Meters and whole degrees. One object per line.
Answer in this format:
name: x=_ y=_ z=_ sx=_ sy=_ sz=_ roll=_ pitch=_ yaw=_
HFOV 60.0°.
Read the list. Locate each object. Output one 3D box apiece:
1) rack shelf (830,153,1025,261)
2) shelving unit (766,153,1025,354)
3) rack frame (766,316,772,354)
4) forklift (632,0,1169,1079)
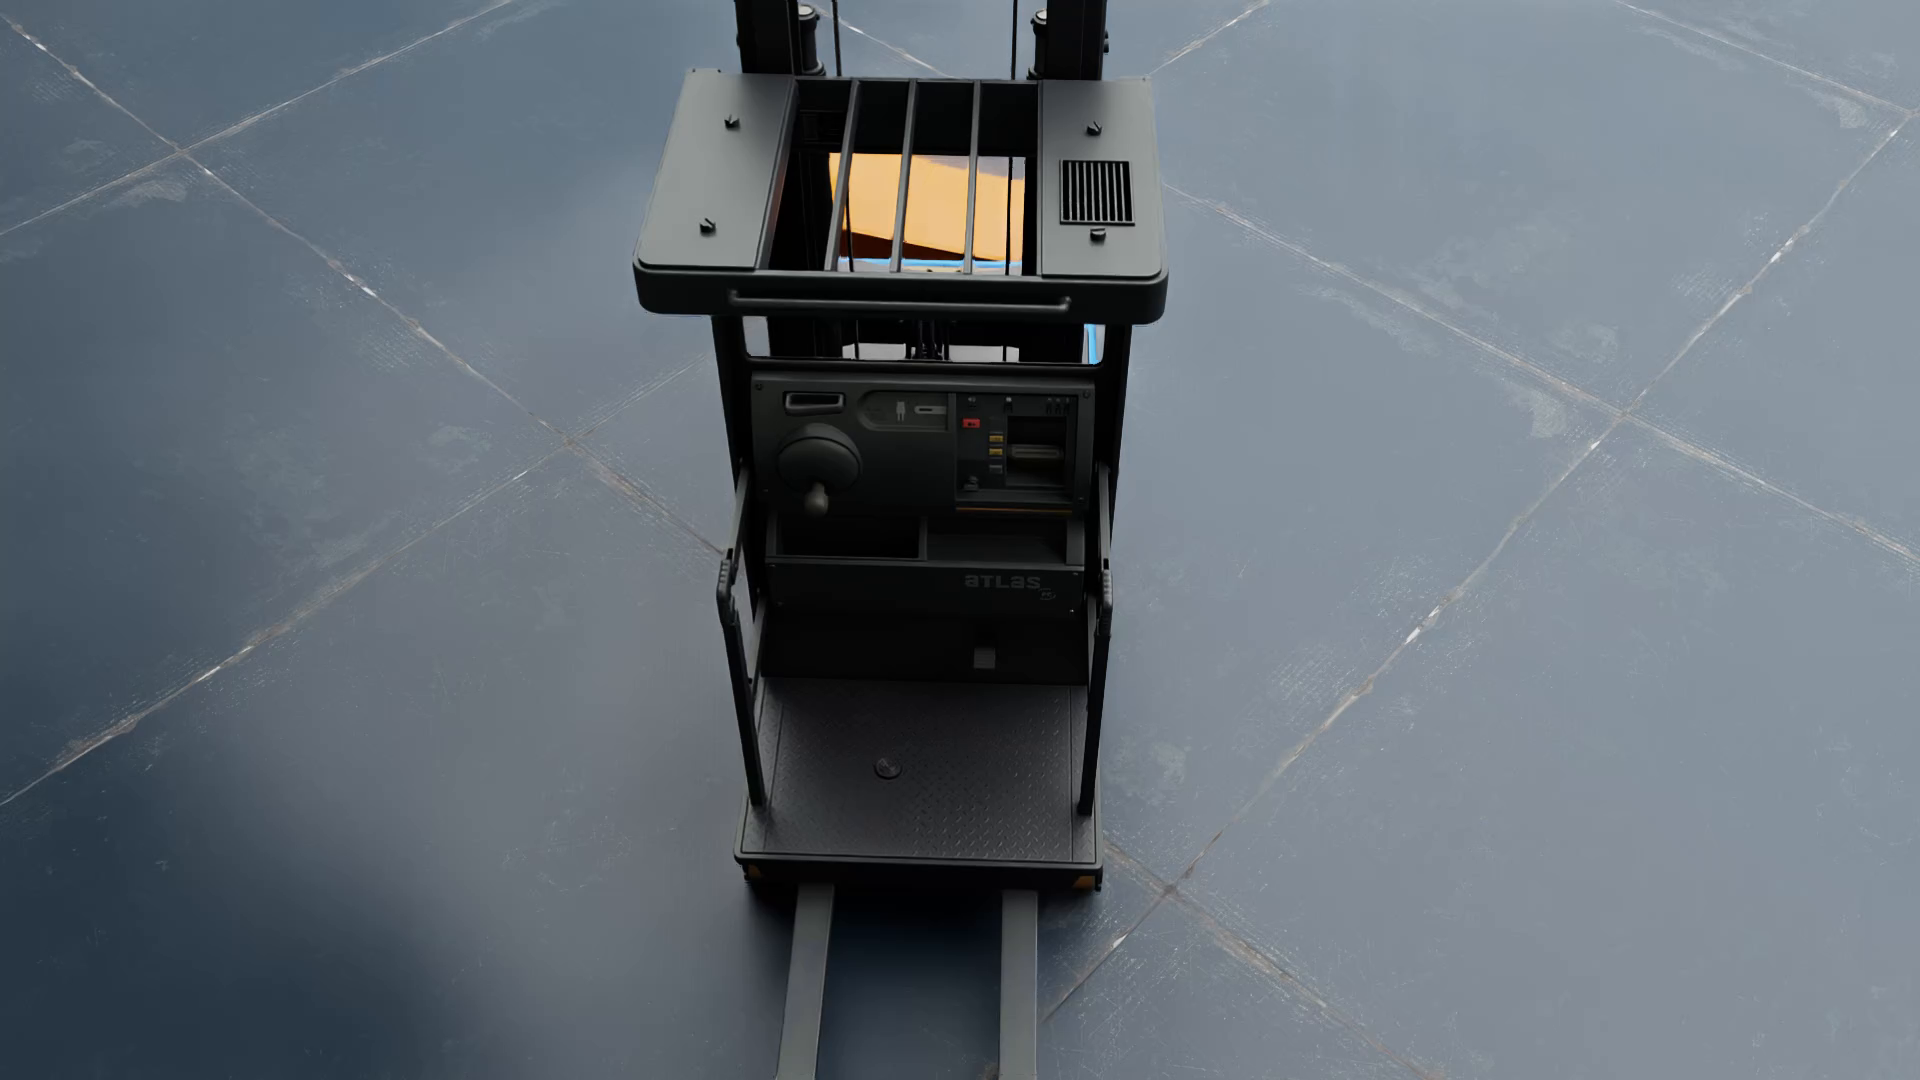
rack shelf: x=-0.169 y=-1.164 z=6.170 sx=1.000 sy=0.278 sz=0.538 roll=13 pitch=48 yaw=12
shelving unit: x=-0.169 y=-0.964 z=6.383 sx=1.048 sy=1.125 sz=0.538 roll=13 pitch=48 yaw=12
rack frame: x=-0.653 y=-1.078 z=6.491 sx=0.032 sy=1.125 sz=0.500 roll=13 pitch=48 yaw=12
forklift: x=-0.107 y=-0.158 z=4.387 sx=1.130 sy=2.935 sz=3.031 roll=2 pitch=47 yaw=1
